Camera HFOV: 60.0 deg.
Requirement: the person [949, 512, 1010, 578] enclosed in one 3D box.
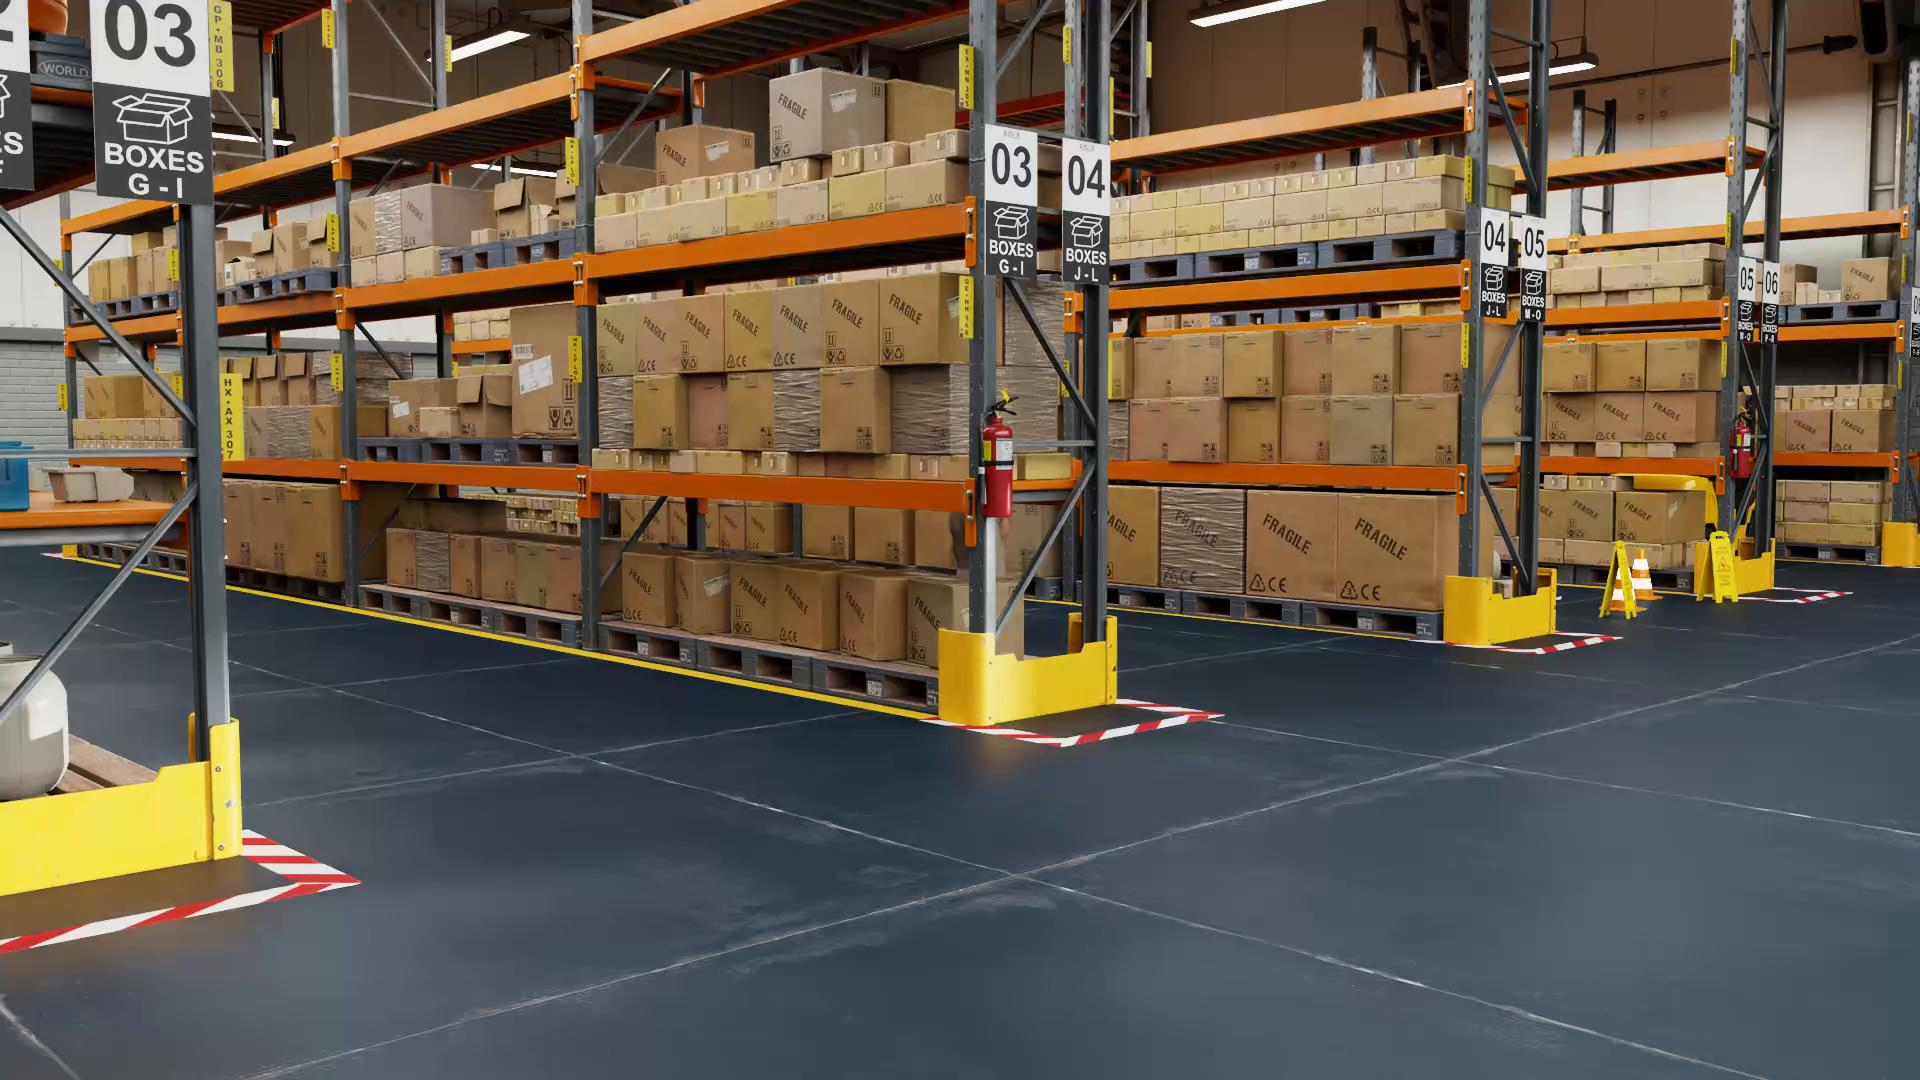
[{"bbox_3d":[0.122,-0.174,12.903,0.568,1.657,0.359,4,5,44],"label":"person"}]
